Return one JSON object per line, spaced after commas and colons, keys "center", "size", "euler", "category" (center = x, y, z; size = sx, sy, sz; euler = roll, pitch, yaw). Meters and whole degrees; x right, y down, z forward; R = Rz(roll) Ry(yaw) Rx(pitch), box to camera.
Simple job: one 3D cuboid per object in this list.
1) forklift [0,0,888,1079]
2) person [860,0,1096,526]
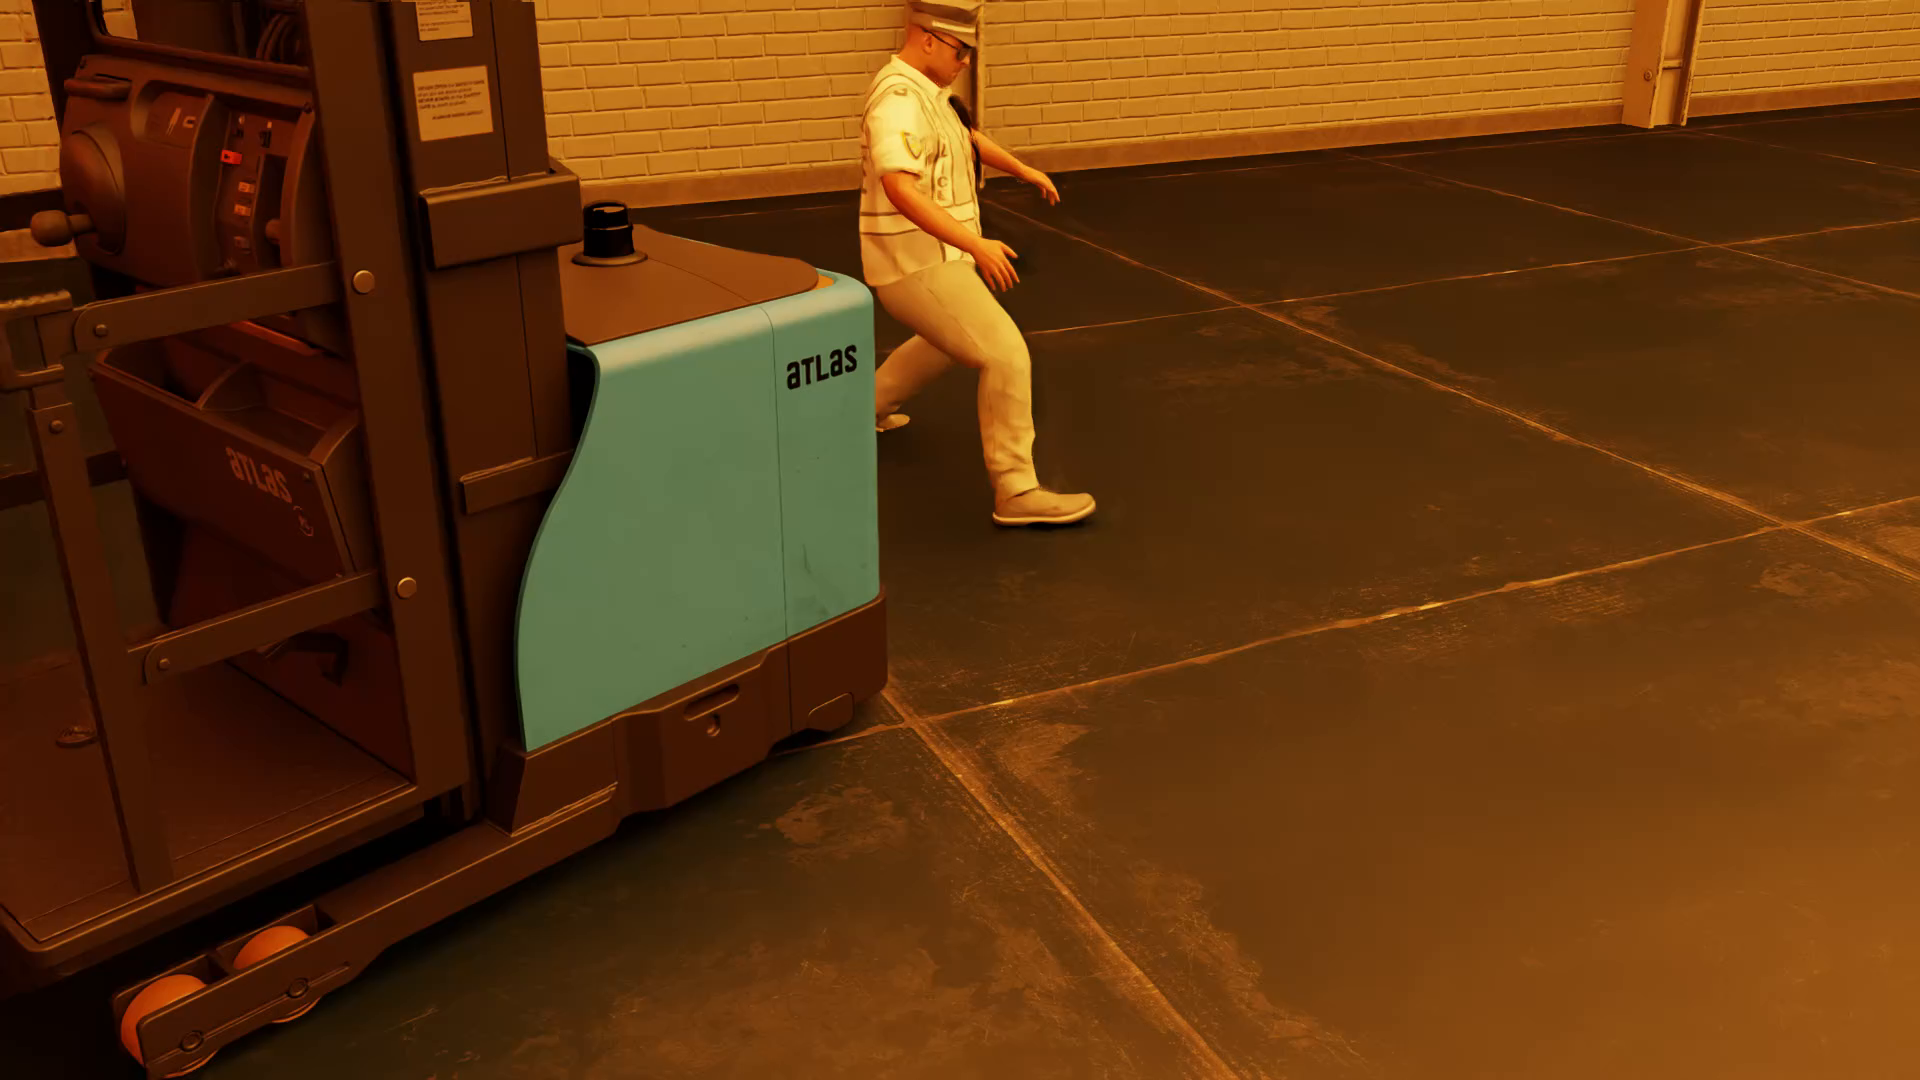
{"center": [-1.538, -0.648, 2.845], "size": [1.130, 2.935, 3.031], "euler": [19, 29, 38], "category": "forklift"}
{"center": [0.012, -0.939, 5.387], "size": [0.967, 1.601, 1.066], "euler": [3, 23, 8], "category": "person"}
